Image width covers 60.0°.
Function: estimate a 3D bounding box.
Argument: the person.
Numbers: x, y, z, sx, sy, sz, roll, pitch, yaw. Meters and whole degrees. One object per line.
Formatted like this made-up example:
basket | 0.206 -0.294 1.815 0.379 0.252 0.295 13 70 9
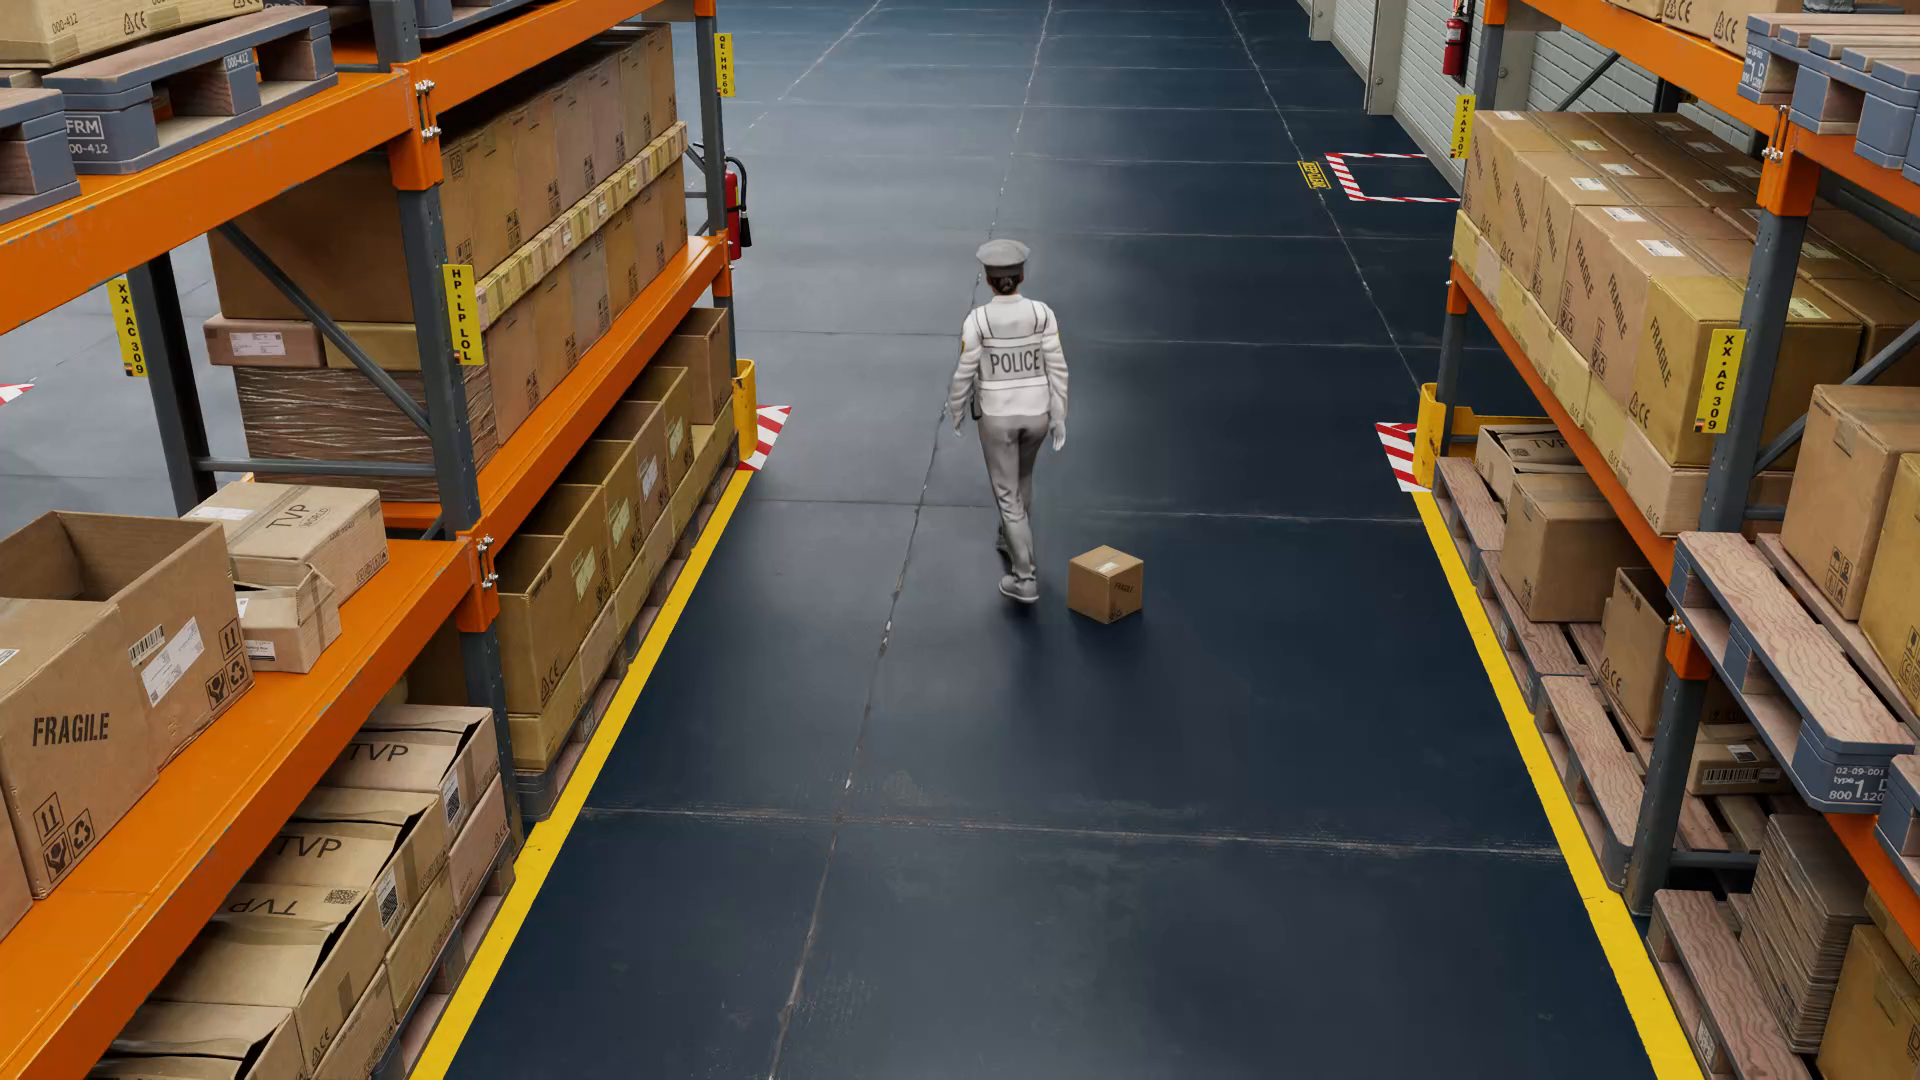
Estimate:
person | 0.230 -0.556 7.832 0.511 1.680 0.854 -9 26 -18
